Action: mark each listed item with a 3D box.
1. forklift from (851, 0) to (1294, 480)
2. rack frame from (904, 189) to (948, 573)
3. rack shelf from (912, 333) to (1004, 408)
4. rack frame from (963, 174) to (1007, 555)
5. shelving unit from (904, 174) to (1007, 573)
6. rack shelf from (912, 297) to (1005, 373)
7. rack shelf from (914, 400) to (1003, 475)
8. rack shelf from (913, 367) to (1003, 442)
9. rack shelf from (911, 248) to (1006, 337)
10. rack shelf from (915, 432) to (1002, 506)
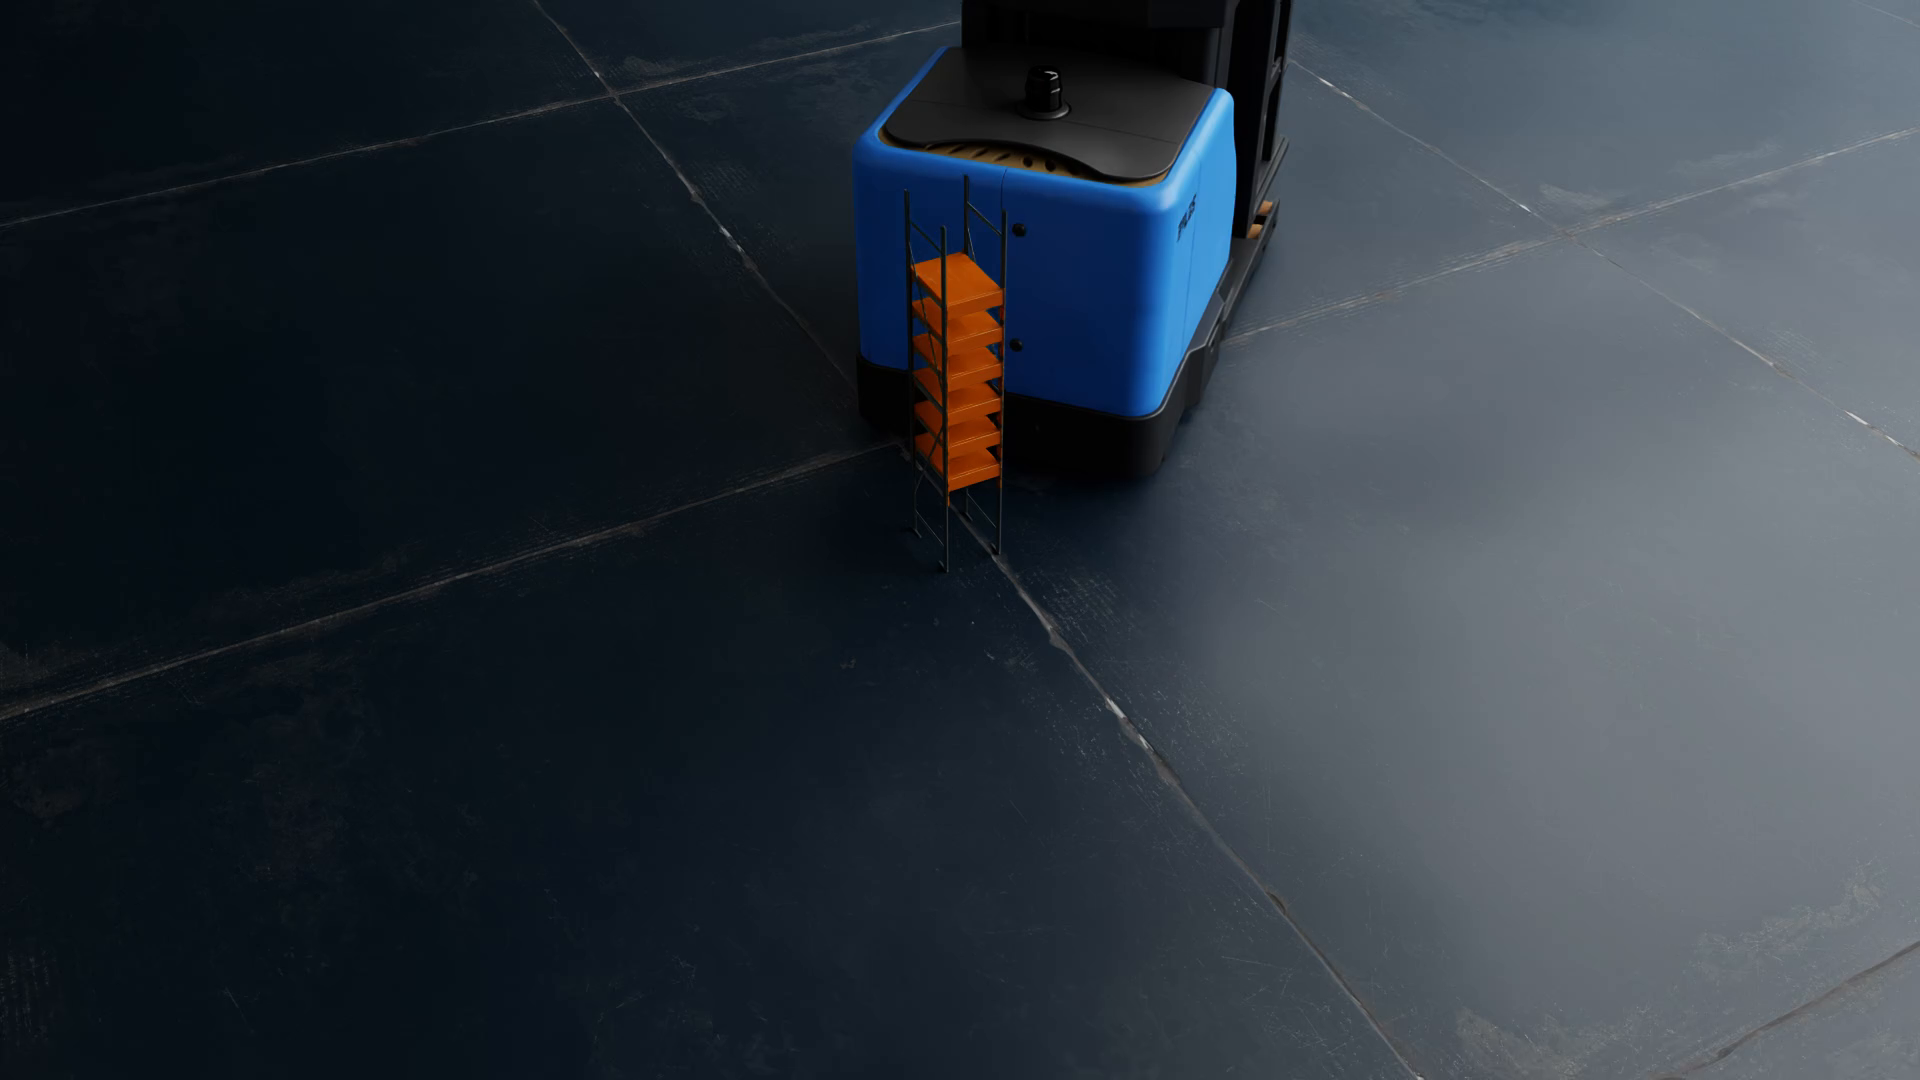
[{"bbox_3d":[0.636,-2.274,5.667,1.130,2.935,3.031,13,42,15],"label":"forklift"},{"bbox_3d":[-0.094,-0.426,4.825,0.006,1.200,0.240,-19,44,-21],"label":"rack frame"},{"bbox_3d":[-0.013,-0.511,4.808,0.180,0.103,0.258,-19,44,-21],"label":"rack shelf"},{"bbox_3d":[0.068,-0.481,4.890,0.006,1.200,0.240,-19,44,-21],"label":"rack frame"},{"bbox_3d":[-0.013,-0.454,4.857,0.189,1.200,0.258,-19,44,-21],"label":"shelving unit"},{"bbox_3d":[-0.013,-0.603,4.731,0.180,0.103,0.258,-19,44,-21],"label":"rack shelf"},{"bbox_3d":[-0.013,-0.328,4.963,0.180,0.103,0.258,-19,44,-21],"label":"rack shelf"},{"bbox_3d":[-0.013,-0.420,4.886,0.180,0.103,0.258,-19,44,-21],"label":"rack shelf"},{"bbox_3d":[-0.013,-0.695,4.653,0.180,0.103,0.258,-19,44,-21],"label":"rack shelf"},{"bbox_3d":[-0.013,-0.237,5.041,0.180,0.103,0.258,-19,44,-21],"label":"rack shelf"}]
